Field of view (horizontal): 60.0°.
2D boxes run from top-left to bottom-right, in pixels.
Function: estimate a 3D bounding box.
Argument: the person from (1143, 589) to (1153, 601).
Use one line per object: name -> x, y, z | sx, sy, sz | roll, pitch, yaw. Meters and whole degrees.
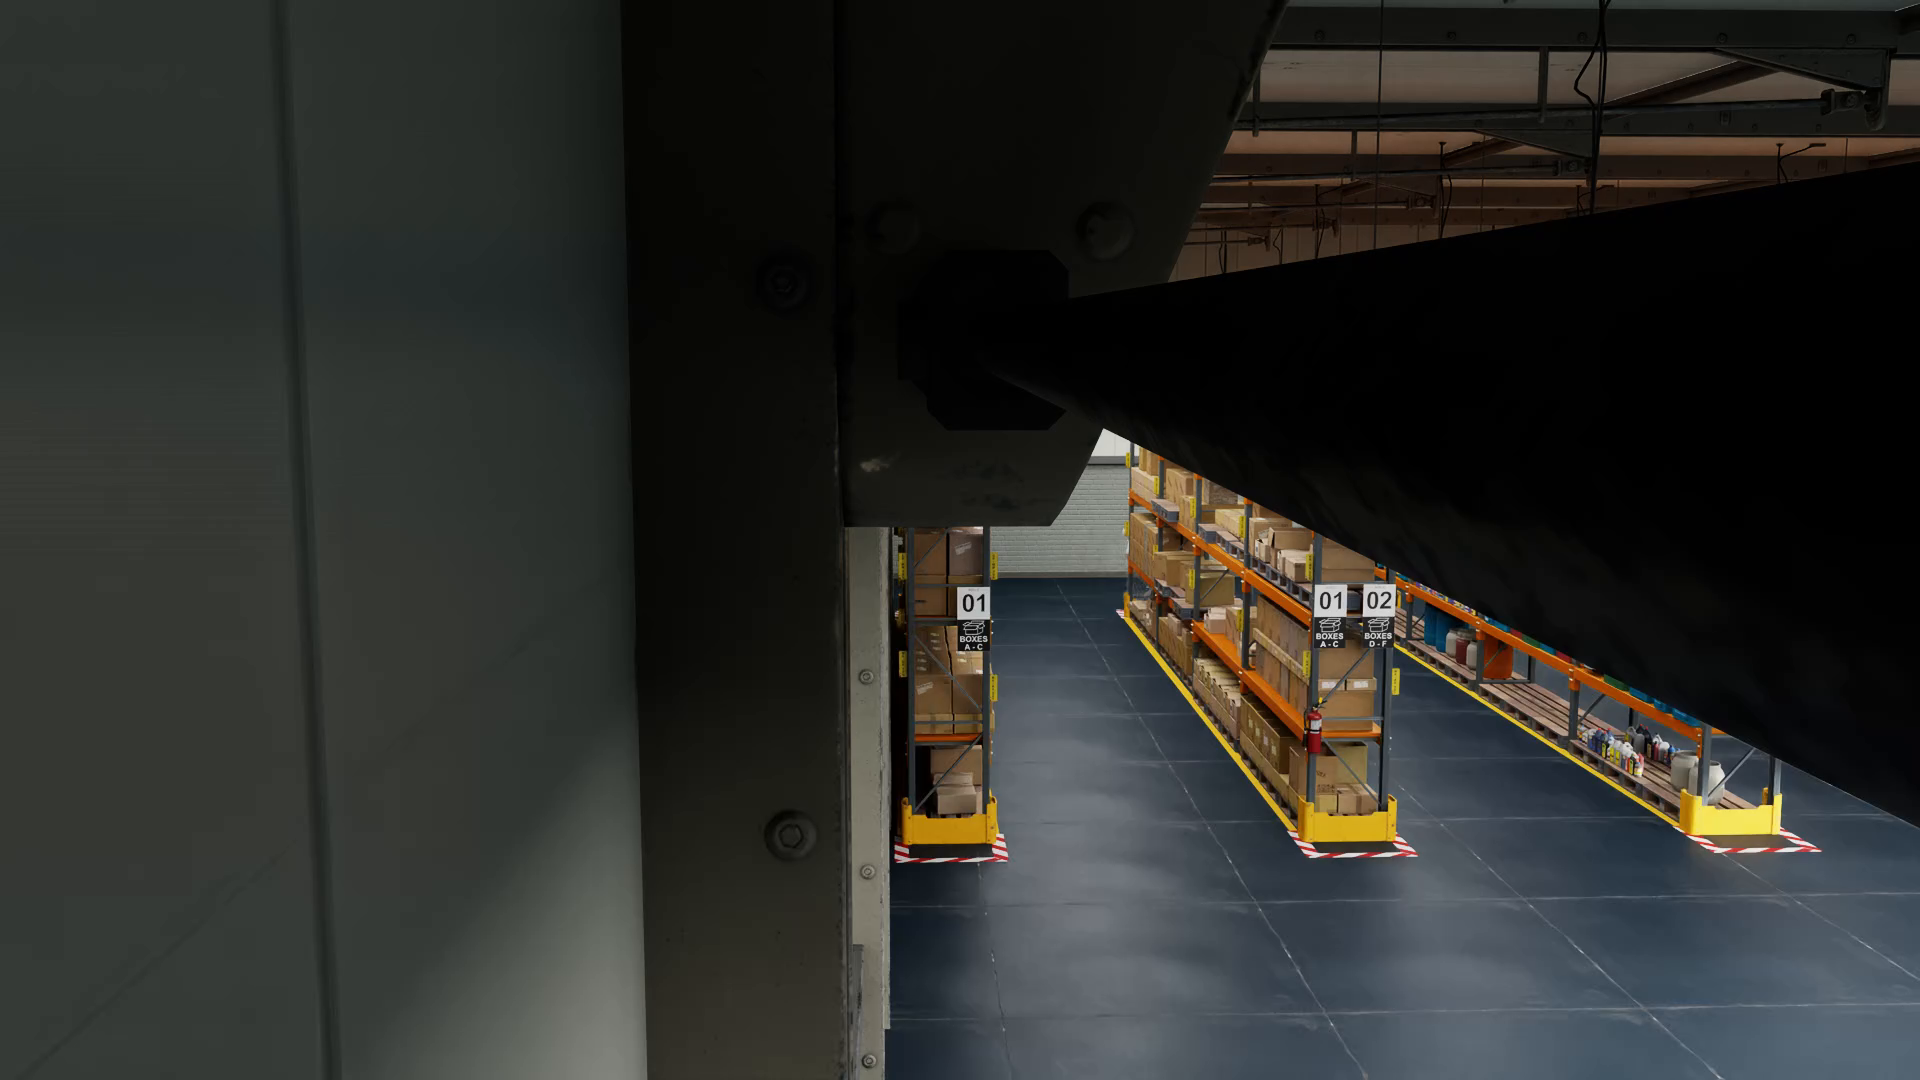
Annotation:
person -> 4.465, 0.670, 37.534 | 0.580, 1.721, 0.715 | 5, 9, 34
